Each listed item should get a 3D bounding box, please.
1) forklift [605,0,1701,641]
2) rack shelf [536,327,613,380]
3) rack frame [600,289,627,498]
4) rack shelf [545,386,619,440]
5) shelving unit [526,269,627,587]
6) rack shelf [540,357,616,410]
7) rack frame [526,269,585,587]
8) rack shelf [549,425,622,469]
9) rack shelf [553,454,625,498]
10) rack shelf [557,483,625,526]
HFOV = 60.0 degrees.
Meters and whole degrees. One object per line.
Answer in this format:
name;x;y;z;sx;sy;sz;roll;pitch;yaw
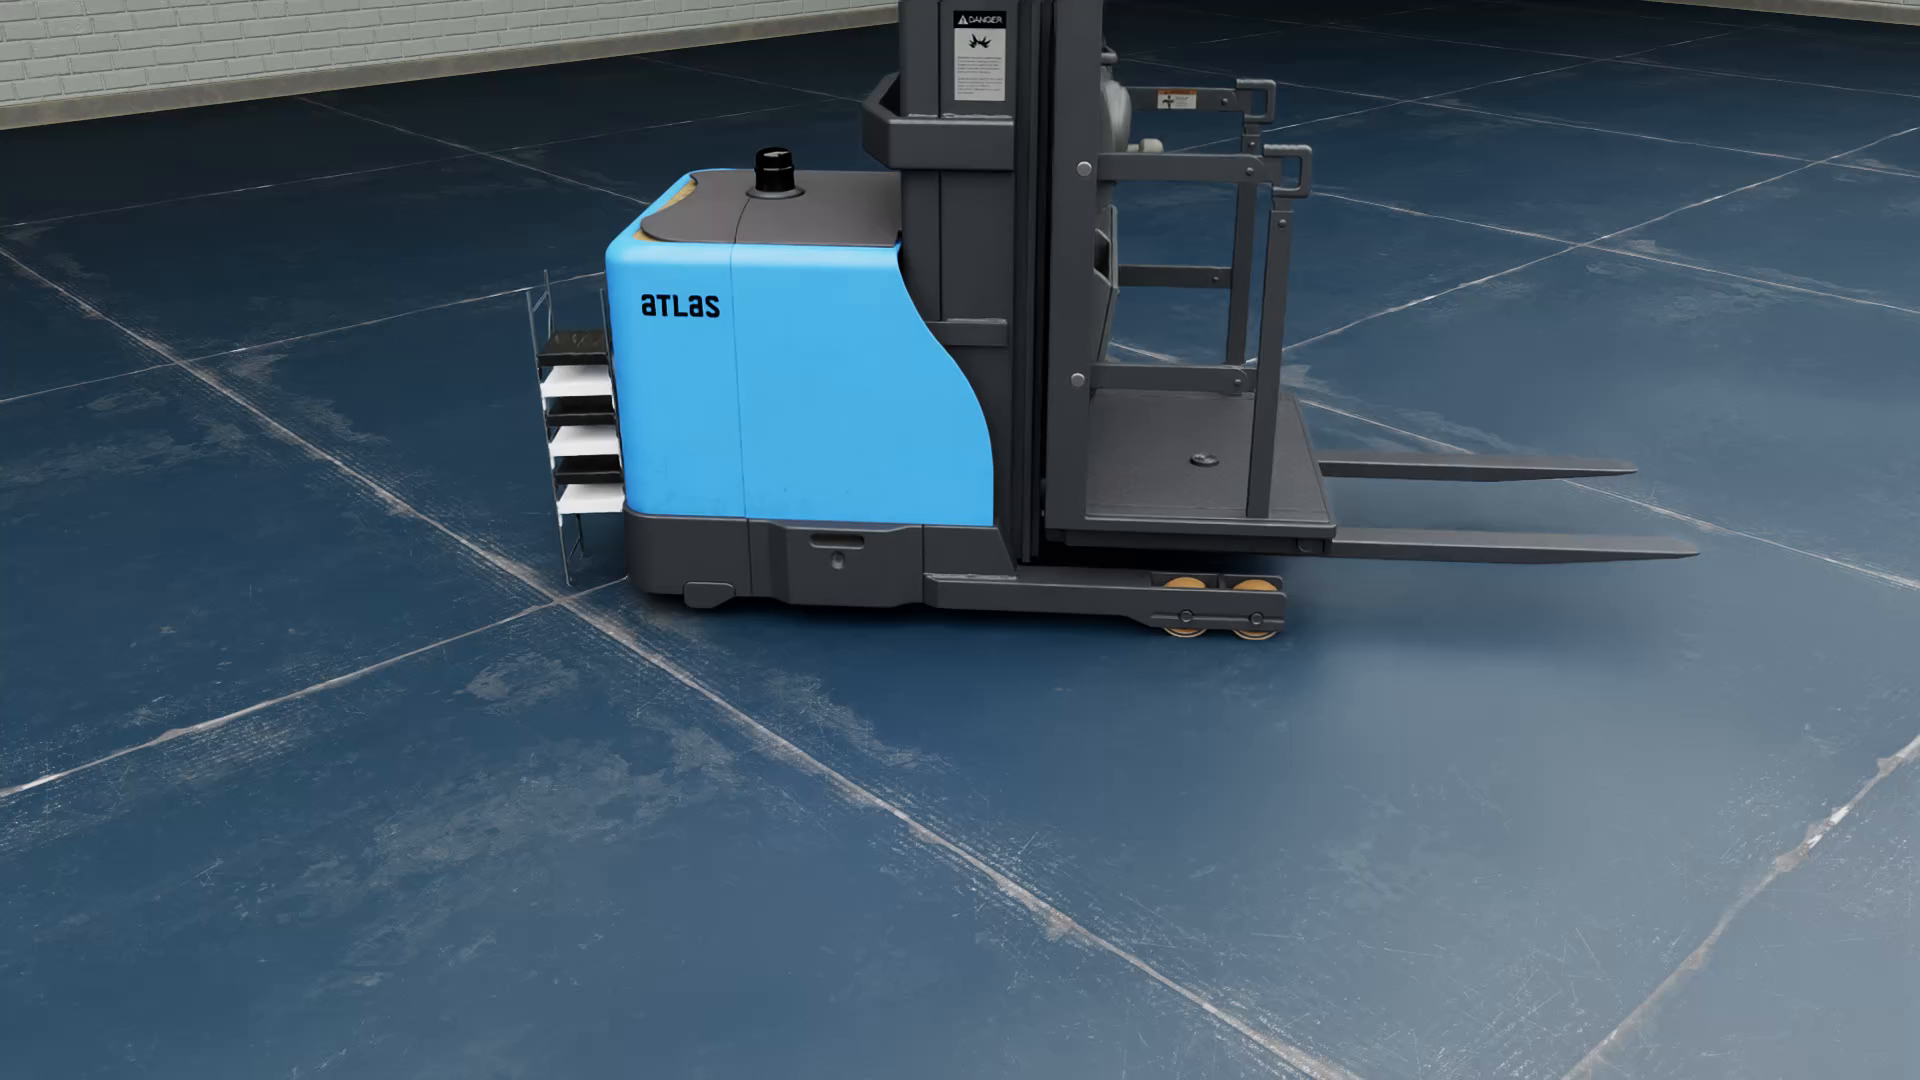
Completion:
forklift;0.584;-1.283;4.532;3.031;2.935;1.130;2;25;4
rack shelf;-1.084;-0.539;4.770;0.200;0.077;0.258;-2;25;0
rack frame;-0.976;-0.327;4.868;0.006;0.900;0.240;-2;25;0
rack shelf;-1.079;-0.375;4.845;0.200;0.077;0.258;-2;25;0
shelving unit;-1.078;-0.324;4.868;0.210;0.900;0.258;-2;25;0
rack shelf;-1.082;-0.457;4.808;0.200;0.077;0.258;-2;25;0
rack frame;-1.179;-0.321;4.869;0.006;0.900;0.240;-2;25;0
rack shelf;-1.077;-0.293;4.882;0.200;0.077;0.258;-2;25;0
rack shelf;-1.074;-0.212;4.920;0.200;0.077;0.258;-2;25;0
rack shelf;-1.072;-0.130;4.957;0.200;0.077;0.258;-2;25;0
